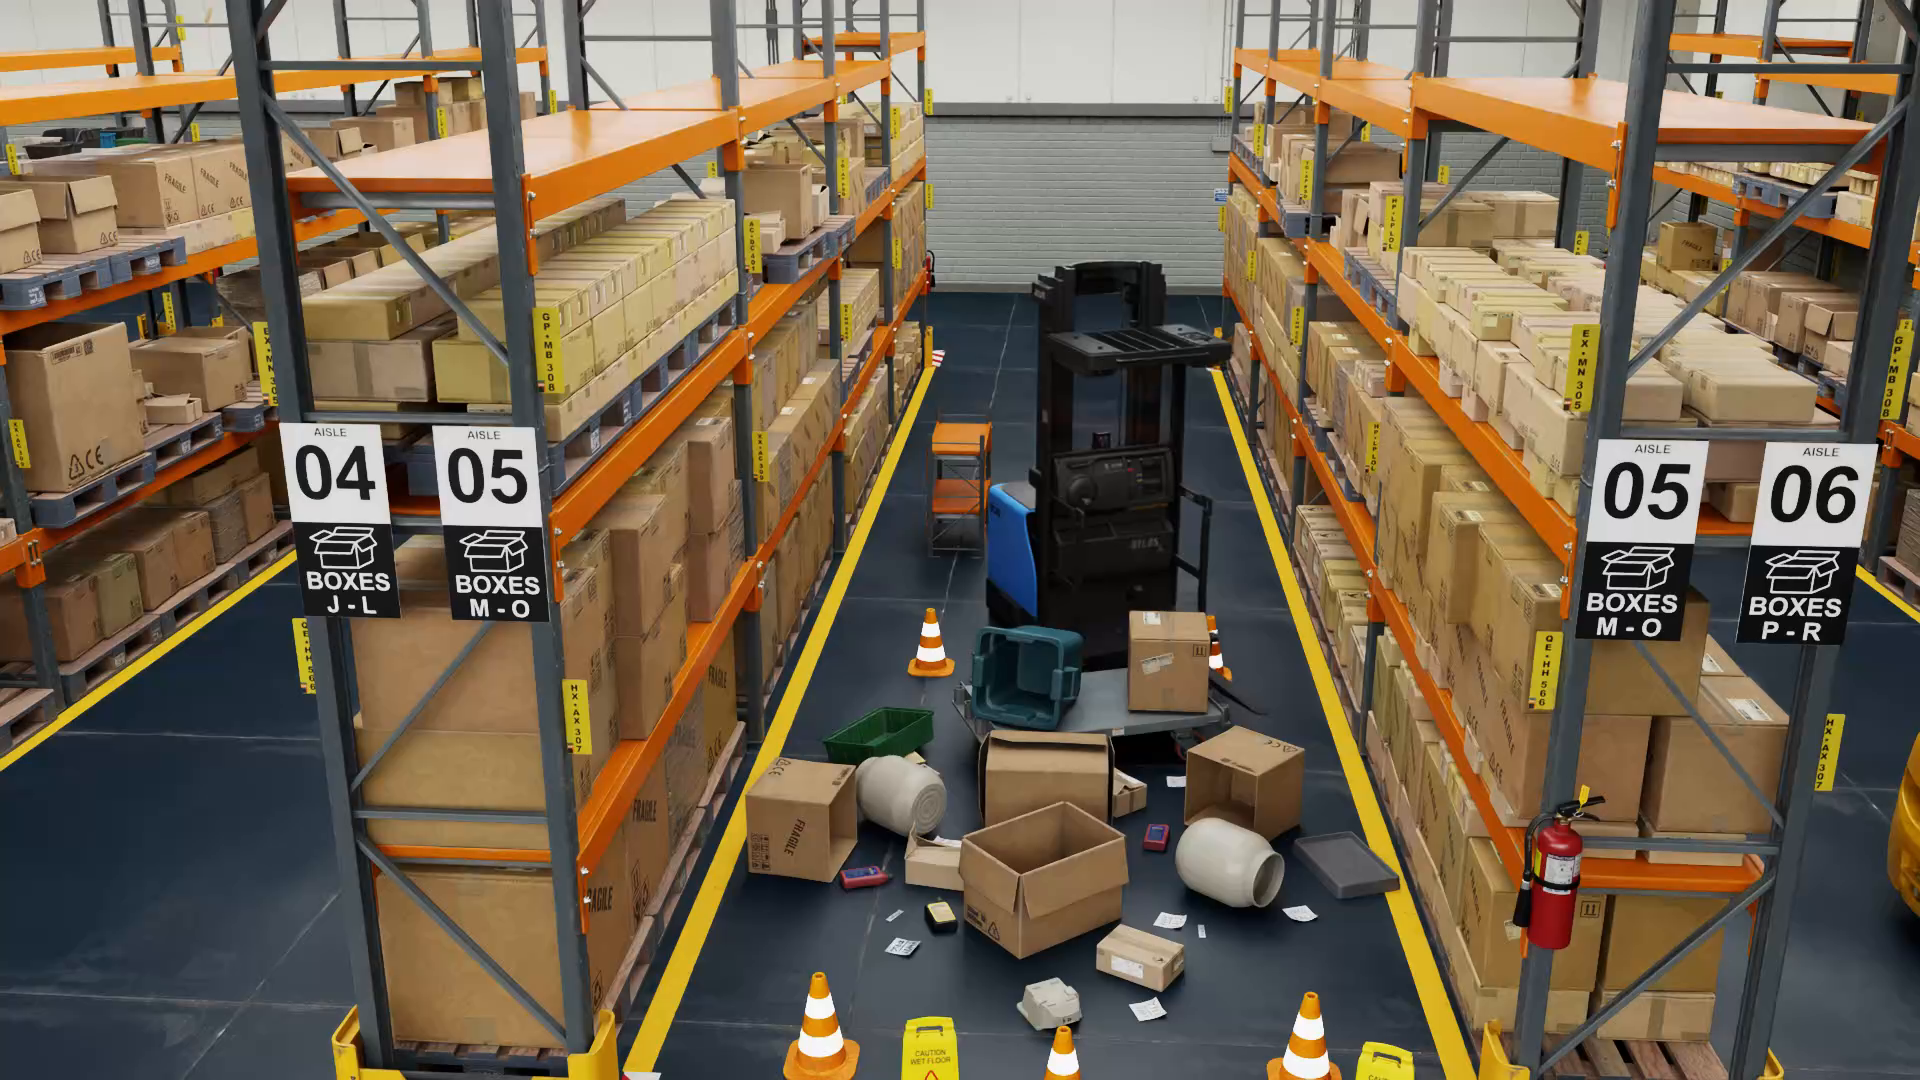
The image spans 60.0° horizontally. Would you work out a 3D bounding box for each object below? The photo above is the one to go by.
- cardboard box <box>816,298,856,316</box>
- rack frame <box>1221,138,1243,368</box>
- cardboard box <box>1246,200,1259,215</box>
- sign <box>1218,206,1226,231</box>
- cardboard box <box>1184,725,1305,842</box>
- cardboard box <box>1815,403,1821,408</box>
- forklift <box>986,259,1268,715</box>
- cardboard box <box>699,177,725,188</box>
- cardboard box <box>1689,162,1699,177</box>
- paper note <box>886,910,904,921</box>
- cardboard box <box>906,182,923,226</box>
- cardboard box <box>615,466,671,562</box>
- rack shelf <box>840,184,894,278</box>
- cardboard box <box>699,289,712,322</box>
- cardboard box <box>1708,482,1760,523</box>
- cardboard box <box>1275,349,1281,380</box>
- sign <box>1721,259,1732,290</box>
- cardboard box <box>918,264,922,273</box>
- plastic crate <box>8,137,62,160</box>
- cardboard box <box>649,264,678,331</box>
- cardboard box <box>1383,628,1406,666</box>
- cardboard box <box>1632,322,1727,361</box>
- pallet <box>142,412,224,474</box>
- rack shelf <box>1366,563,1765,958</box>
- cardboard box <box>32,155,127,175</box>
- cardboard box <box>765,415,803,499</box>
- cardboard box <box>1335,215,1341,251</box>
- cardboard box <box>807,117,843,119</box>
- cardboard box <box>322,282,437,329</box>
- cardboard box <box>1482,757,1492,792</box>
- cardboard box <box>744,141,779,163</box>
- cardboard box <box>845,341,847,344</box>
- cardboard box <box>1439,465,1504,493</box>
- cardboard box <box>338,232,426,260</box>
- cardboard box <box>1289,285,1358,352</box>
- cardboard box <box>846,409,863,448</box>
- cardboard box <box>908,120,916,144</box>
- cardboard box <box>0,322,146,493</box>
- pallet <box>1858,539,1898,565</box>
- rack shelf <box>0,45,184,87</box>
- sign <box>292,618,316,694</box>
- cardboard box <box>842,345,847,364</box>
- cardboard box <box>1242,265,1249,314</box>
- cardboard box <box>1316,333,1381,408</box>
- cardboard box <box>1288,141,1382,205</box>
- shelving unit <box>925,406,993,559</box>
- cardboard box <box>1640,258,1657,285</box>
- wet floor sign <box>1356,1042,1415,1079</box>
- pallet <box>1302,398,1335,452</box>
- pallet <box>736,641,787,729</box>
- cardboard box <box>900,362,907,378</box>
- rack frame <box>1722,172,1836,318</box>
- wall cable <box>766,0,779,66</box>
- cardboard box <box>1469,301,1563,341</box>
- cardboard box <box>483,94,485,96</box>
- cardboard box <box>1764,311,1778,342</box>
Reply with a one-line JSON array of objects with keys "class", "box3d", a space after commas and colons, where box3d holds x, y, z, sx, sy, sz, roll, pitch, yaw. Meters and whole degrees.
[{"class": "cardboard box", "box3d": [-1.209, -2.243, 16.053, 0.380, 0.149, 0.250, 2, 18, 6]}, {"class": "rack frame", "box3d": [3.990, -3.739, 21.842, 1.000, 3.000, 0.127, 1, 18, 4]}, {"class": "cardboard box", "box3d": [3.565, -3.902, 19.533, 0.380, 0.149, 0.250, 1, 18, 4]}, {"class": "sign", "box3d": [3.437, -4.202, 21.738, 0.100, 0.325, 0.005, 1, 18, 4]}, {"class": "cardboard box", "box3d": [1.696, 1.478, 9.934, 0.500, 0.500, 0.500, 17, 25, 41]}, {"class": "cardboard box", "box3d": [8.901, -1.348, 16.845, 0.380, 0.149, 0.250, 0, 18, 1]}, {"class": "forklift", "box3d": [1.201, -0.437, 11.877, 1.130, 2.935, 3.031, -7, 19, -19]}, {"class": "cardboard box", "box3d": [-1.799, -2.743, 13.296, 0.500, 0.311, 0.500, 1, 18, 4]}, {"class": "cardboard box", "box3d": [8.516, -4.207, 18.858, 0.380, 0.149, 0.250, 1, 18, 4]}, {"class": "paper note", "box3d": [-0.354, 2.037, 9.018, 0.032, 0.001, 0.123, 12, 22, 32]}, {"class": "cardboard box", "box3d": [-0.739, -4.334, 21.415, 0.500, 0.500, 0.500, 1, 18, 3]}, {"class": "cardboard box", "box3d": [-2.005, -0.058, 8.636, 0.875, 0.550, 0.500, 1, 18, 4]}, {"class": "rack shelf", "box3d": [-1.385, -3.038, 16.041, 1.077, 0.370, 4.000, 1, 18, 4]}, {"class": "cardboard box", "box3d": [-1.575, -1.286, 9.107, 0.380, 0.149, 0.250, 1, 18, 4]}, {"class": "cardboard box", "box3d": [3.191, -0.171, 6.541, 0.380, 0.149, 0.250, 1, 18, 4]}, {"class": "cardboard box", "box3d": [3.267, -1.661, 15.741, 0.500, 0.250, 0.500, 1, 18, 3]}, {"class": "sign", "box3d": [8.113, -2.808, 17.611, 0.100, 0.325, 0.005, 1, 18, 4]}, {"class": "cardboard box", "box3d": [-0.696, -3.591, 21.794, 0.380, 0.149, 0.250, 1, 18, 4]}, {"class": "plastic crate", "box3d": [-11.302, -4.758, 20.326, 0.437, 0.282, 0.530, 1, 18, 4]}, {"class": "cardboard box", "box3d": [-1.704, -1.205, 8.222, 0.500, 0.250, 0.500, 1, 18, 4]}, {"class": "cardboard box", "box3d": [2.749, 0.646, 9.958, 0.380, 0.149, 0.250, 2, 18, 5]}, {"class": "cardboard box", "box3d": [3.168, -0.870, 7.394, 0.380, 0.149, 0.250, 1, 18, 4]}, {"class": "pallet", "box3d": [-6.569, -0.768, 13.085, 1.003, 0.211, 1.213, 1, 18, 4]}, {"class": "rack shelf", "box3d": [2.986, 0.951, 8.684, 1.077, 0.370, 4.000, 1, 18, 4]}, {"class": "cardboard box", "box3d": [-6.827, -2.732, 12.988, 0.500, 0.500, 0.500, 1, 18, 2]}, {"class": "cardboard box", "box3d": [-1.435, -0.608, 12.126, 0.500, 0.500, 0.500, 1, 18, 4]}, {"class": "cardboard box", "box3d": [3.206, -2.442, 13.284, 0.396, 0.266, 0.258, 1, 18, 4]}, {"class": "cardboard box", "box3d": [-1.507, -4.619, 18.509, 0.380, 0.149, 0.250, 1, 18, 4]}, {"class": "cardboard box", "box3d": [-2.397, -0.970, 6.864, 0.380, 0.149, 0.250, 1, 18, 4]}, {"class": "cardboard box", "box3d": [2.604, 1.069, 7.574, 0.380, 0.149, 0.250, 1, 18, 3]}, {"class": "cardboard box", "box3d": [-1.758, -3.301, 14.300, 0.396, 0.266, 0.258, 1, 18, 4]}, {"class": "cardboard box", "box3d": [-1.242, -1.946, 15.622, 0.380, 0.149, 0.250, 1, 18, 4]}, {"class": "cardboard box", "box3d": [2.814, -0.066, 8.391, 0.700, 0.500, 0.500, 1, 18, 4]}, {"class": "cardboard box", "box3d": [-6.219, -3.043, 17.948, 0.797, 0.503, 0.637, 1, 18, 2]}, {"class": "cardboard box", "box3d": [3.193, -1.943, 14.596, 0.500, 0.500, 0.500, 1, 18, 2]}, {"class": "cardboard box", "box3d": [-1.201, -1.067, 15.826, 0.500, 0.250, 0.500, 1, 18, 3]}, {"class": "cardboard box", "box3d": [-0.809, -4.943, 20.138, 0.500, 0.250, 0.500, 2, 18, 5]}, {"class": "cardboard box", "box3d": [-6.558, -0.961, 11.728, 1.000, 1.000, 1.000, 1, 18, 4]}, {"class": "pallet", "box3d": [8.459, -0.050, 15.064, 1.003, 0.211, 1.213, 1, 18, 4]}, {"class": "rack shelf", "box3d": [-10.978, -5.768, 20.199, 1.077, 0.370, 4.000, 1, 18, 4]}, {"class": "sign", "box3d": [-2.642, 0.472, 6.751, 0.100, 0.325, 0.005, 1, 18, 4]}, {"class": "cardboard box", "box3d": [-1.256, -1.715, 15.395, 0.380, 0.149, 0.250, 2, 18, 7]}, {"class": "cardboard box", "box3d": [3.513, -2.853, 18.980, 0.500, 0.500, 0.500, 1, 18, 3]}, {"class": "cardboard box", "box3d": [3.123, -1.346, 13.227, 0.500, 0.500, 0.500, 2, 18, 7]}, {"class": "cardboard box", "box3d": [3.298, -3.238, 14.663, 0.700, 0.500, 0.500, 0, 18, 1]}, {"class": "shelving unit", "box3d": [0.000, -0.537, 15.081, 0.538, 1.125, 1.048, 1, 18, 4]}, {"class": "cardboard box", "box3d": [8.571, -3.250, 20.114, 0.500, 0.250, 0.500, 1, 18, 3]}, {"class": "wet floor sign", "box3d": [1.762, 2.385, 6.936, 0.267, 0.644, 0.232, 8, 20, 23]}, {"class": "pallet", "box3d": [3.472, -0.939, 13.607, 1.213, 0.211, 1.003, 1, 18, 4]}, {"class": "pallet", "box3d": [-1.835, 0.993, 11.880, 1.003, 0.211, 1.213, 1, 18, 4]}, {"class": "cardboard box", "box3d": [-0.839, -2.070, 20.175, 0.380, 0.149, 0.250, 1, 18, 3]}, {"class": "rack frame", "box3d": [8.654, -2.387, 17.716, 1.000, 3.000, 0.127, 1, 18, 4]}, {"class": "wall cable", "box3d": [-2.051, -10.019, 26.207, 2.277, 5.999, 0.120, 1, 18, 4]}, {"class": "cardboard box", "box3d": [2.649, -1.043, 7.921, 0.380, 0.149, 0.250, 2, 18, 5]}, {"class": "cardboard box", "box3d": [-6.039, -5.345, 20.932, 0.700, 0.500, 0.500, 1, 18, 2]}, {"class": "cardboard box", "box3d": [8.172, -2.099, 16.381, 0.396, 0.266, 0.258, 2, 18, 7]}]
